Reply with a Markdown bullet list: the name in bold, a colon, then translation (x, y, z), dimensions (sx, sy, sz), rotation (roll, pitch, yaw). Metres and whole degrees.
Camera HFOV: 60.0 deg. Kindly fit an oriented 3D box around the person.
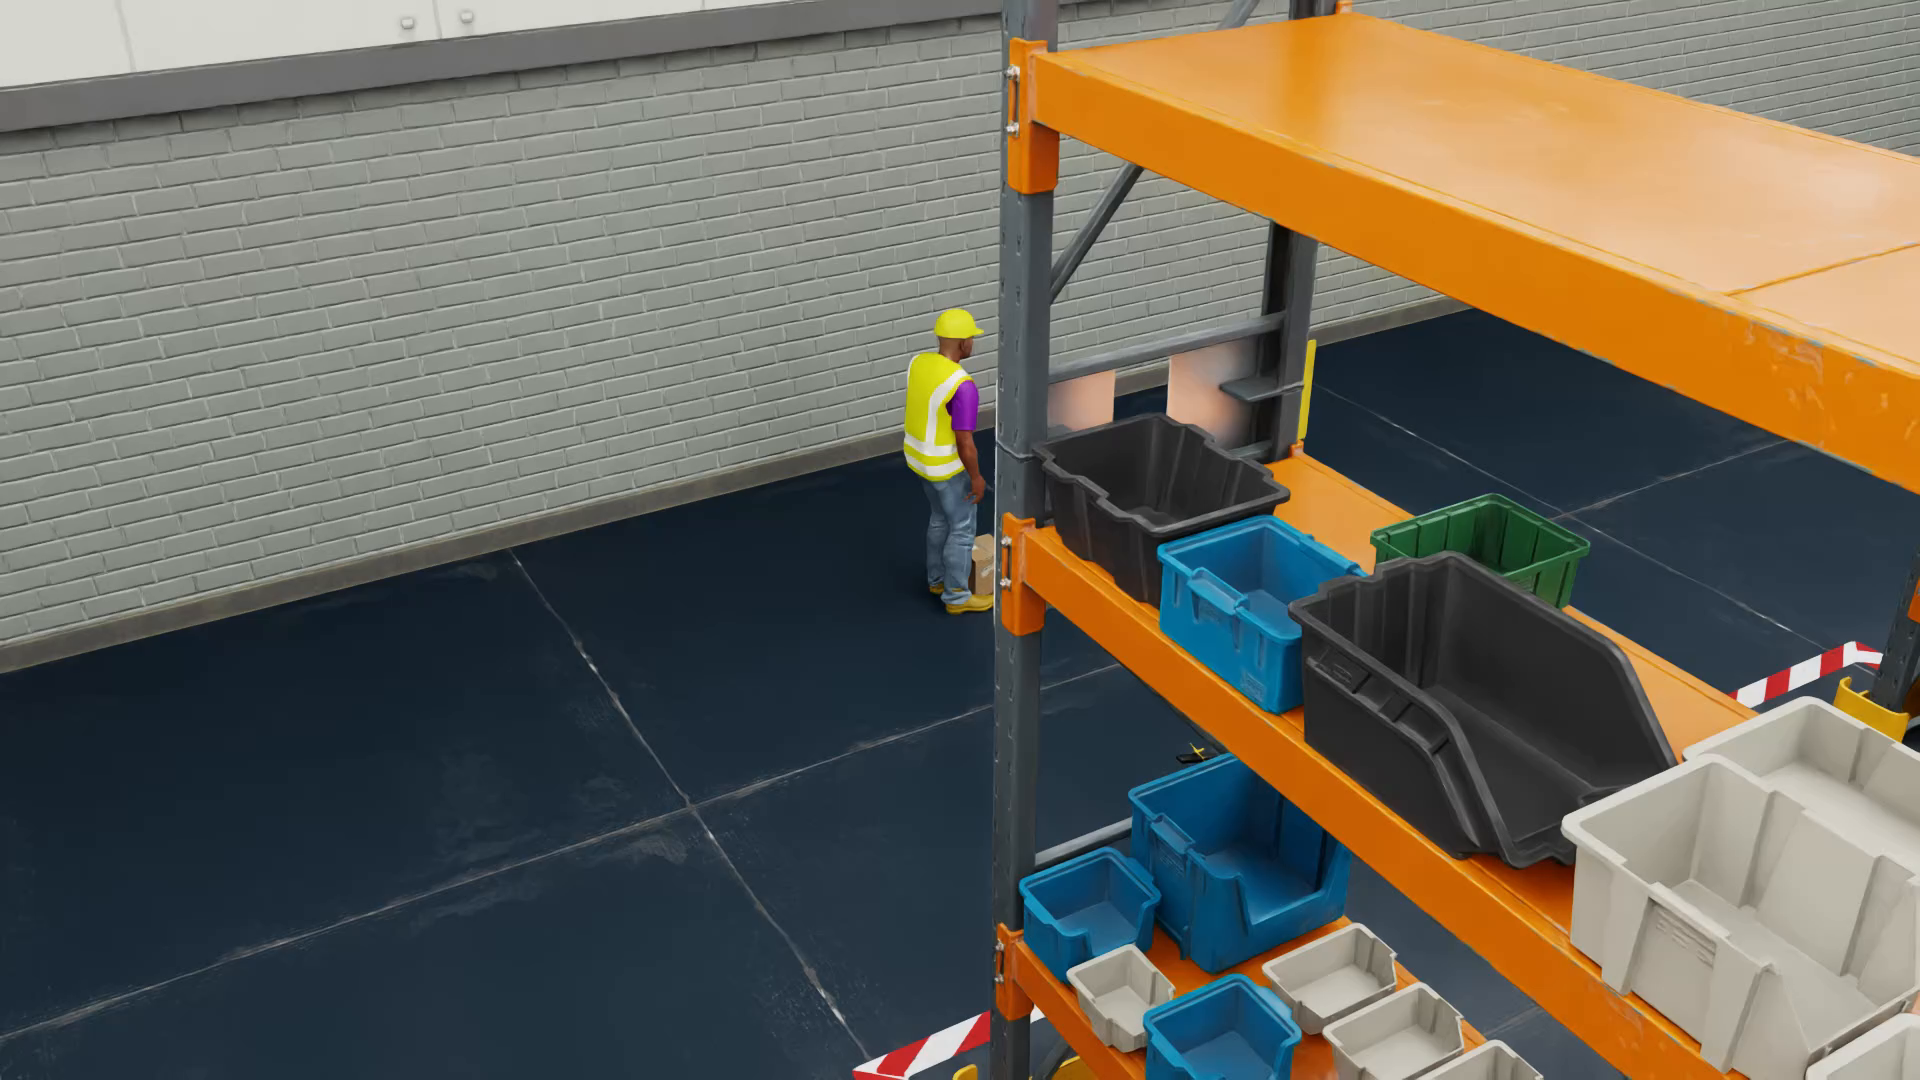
- **person**: translation (-0.065, -0.448, 9.360), dimensions (0.463, 1.759, 0.624), rotation (-17, 33, -28)
